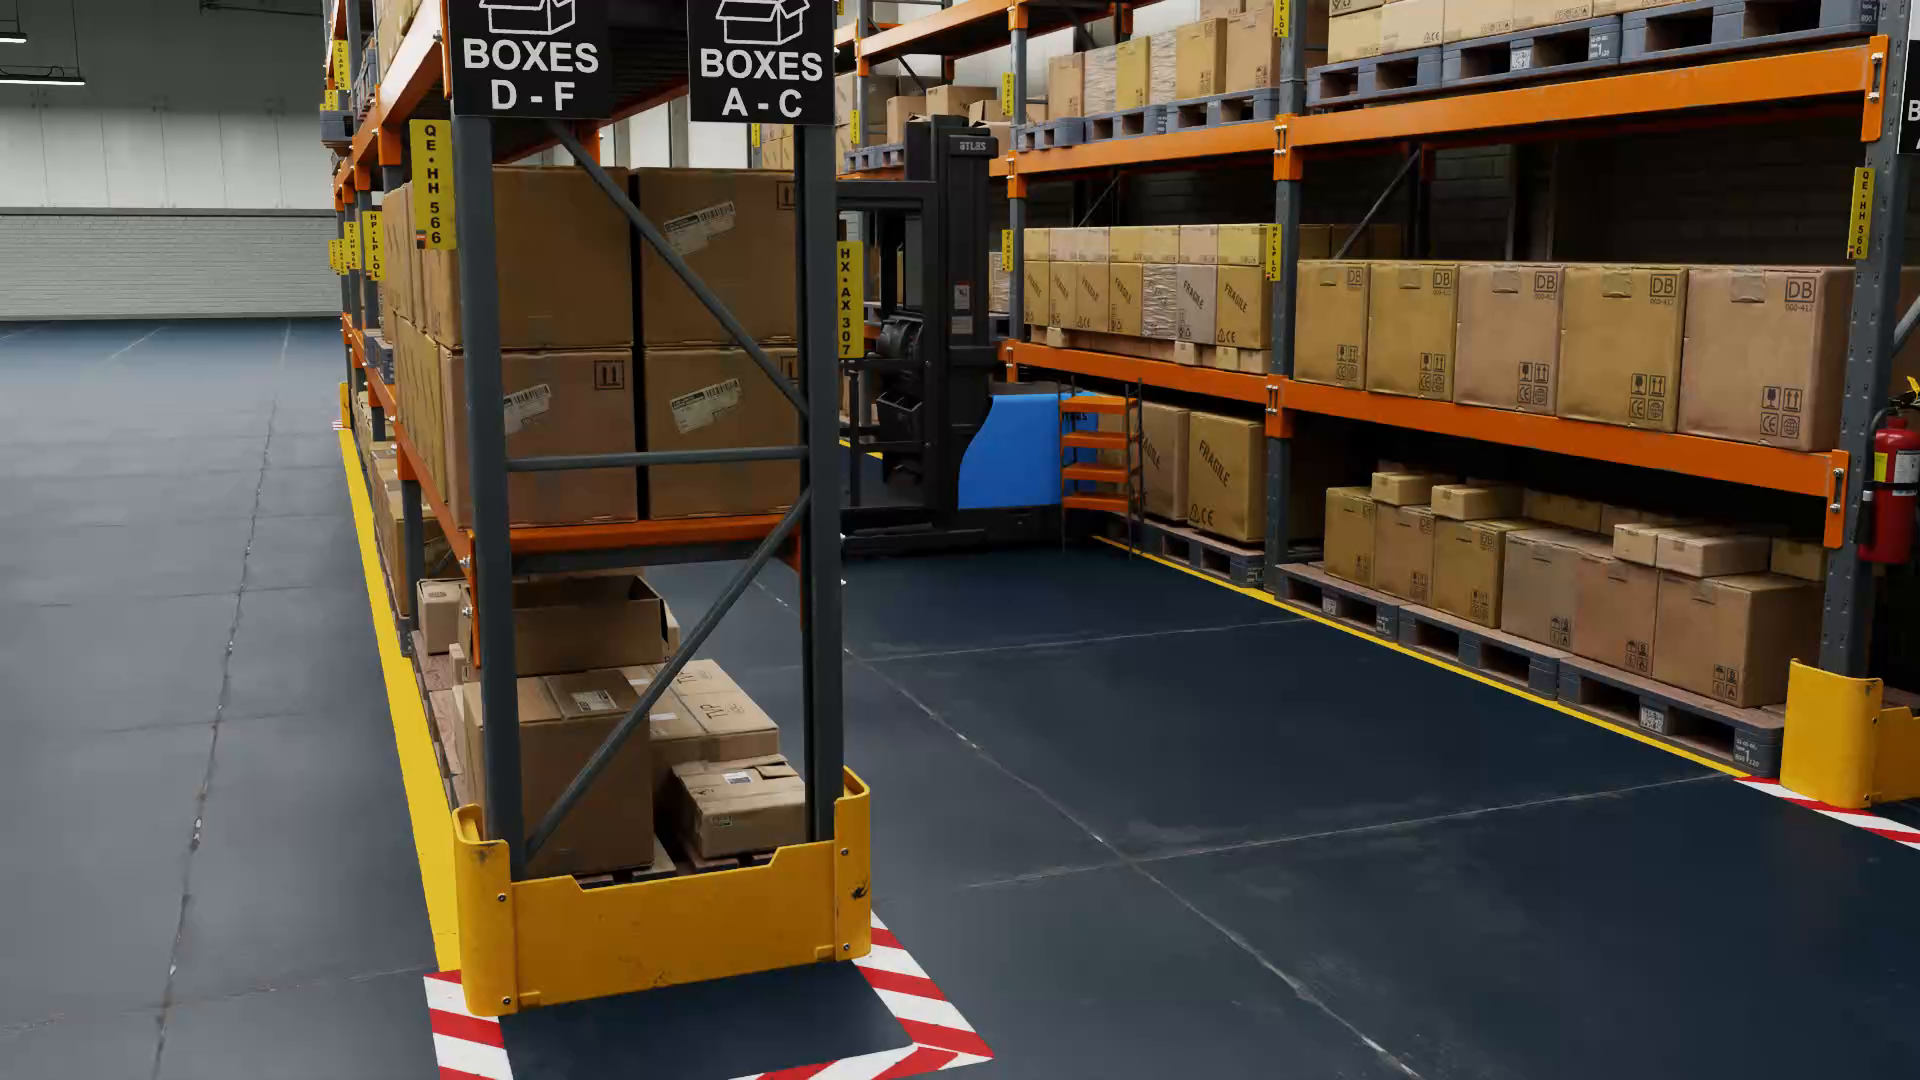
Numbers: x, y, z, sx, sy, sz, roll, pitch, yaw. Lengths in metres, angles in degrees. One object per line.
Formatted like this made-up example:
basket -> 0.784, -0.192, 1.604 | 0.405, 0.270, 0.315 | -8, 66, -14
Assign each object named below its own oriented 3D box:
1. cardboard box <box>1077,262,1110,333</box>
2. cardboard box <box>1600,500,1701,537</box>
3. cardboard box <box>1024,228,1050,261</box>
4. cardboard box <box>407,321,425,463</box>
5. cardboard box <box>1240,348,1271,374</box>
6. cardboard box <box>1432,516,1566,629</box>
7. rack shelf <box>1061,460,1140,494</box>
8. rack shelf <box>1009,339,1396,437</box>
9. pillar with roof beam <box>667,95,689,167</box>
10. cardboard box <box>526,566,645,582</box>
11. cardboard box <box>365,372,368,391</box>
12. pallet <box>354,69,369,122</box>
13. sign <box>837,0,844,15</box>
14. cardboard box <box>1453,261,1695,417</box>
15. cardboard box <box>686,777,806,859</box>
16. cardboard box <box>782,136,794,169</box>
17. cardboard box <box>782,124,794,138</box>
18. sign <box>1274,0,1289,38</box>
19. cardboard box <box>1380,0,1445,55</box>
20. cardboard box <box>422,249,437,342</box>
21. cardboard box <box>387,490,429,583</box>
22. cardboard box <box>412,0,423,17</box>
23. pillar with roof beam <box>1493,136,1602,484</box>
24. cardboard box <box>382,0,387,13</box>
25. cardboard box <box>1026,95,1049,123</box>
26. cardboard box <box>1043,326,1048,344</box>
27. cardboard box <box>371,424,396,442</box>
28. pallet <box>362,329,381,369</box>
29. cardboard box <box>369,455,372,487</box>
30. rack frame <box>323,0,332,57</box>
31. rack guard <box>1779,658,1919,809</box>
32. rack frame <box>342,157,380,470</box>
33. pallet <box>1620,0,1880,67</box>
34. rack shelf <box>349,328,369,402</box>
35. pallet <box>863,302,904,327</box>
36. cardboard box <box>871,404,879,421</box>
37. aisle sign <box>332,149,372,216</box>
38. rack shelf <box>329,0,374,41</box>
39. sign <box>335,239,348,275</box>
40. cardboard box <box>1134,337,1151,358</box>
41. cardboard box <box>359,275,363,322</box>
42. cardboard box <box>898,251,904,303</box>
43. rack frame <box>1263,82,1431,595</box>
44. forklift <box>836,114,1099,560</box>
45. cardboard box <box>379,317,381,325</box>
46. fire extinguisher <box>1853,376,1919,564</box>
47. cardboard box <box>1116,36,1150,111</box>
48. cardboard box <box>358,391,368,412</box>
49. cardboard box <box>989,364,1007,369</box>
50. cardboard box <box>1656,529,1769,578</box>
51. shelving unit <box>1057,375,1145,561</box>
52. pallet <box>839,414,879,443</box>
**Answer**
cardboard box -> 1.187, -1.781, 12.175 | 0.500, 0.500, 0.500 | -4, 11, -21
cardboard box -> 3.306, -0.093, 7.963 | 0.380, 0.149, 0.250 | -4, 11, -20
cardboard box -> 0.825, -2.318, 13.051 | 0.500, 0.250, 0.500 | -4, 11, -20
cardboard box -> -1.792, -0.571, 6.278 | 0.500, 0.500, 0.500 | -4, 11, -22
cardboard box -> 1.953, -1.108, 10.247 | 0.380, 0.149, 0.250 | -4, 11, -20
cardboard box -> 2.878, 0.134, 8.543 | 0.700, 0.500, 0.500 | -4, 11, -20
rack shelf -> 0.955, -0.424, 11.199 | 0.480, 0.148, 0.258 | 5, 17, 28
rack shelf -> 1.615, -1.157, 11.916 | 1.077, 0.370, 4.000 | -4, 11, -21
pillar with roof beam -> -9.310, -7.724, 29.645 | 9.100, 9.000, 0.548 | -4, 11, -21
cardboard box -> -1.805, 0.219, 8.005 | 0.500, 0.500, 0.500 | -4, 11, -21
cardboard box -> -5.717, -1.542, 16.536 | 0.500, 0.500, 0.500 | -4, 11, -21
pallet -> -2.826, -2.534, 9.574 | 1.213, 0.211, 1.003 | -4, 11, -21
sign -> -1.484, -6.667, 20.587 | 0.100, 0.325, 0.005 | -4, 11, -21
cardboard box -> 3.053, -1.006, 8.151 | 0.980, 0.700, 0.700 | -4, 11, -24
cardboard box -> -0.658, 0.880, 5.294 | 0.380, 0.149, 0.250 | -4, 11, -21
cardboard box -> -1.768, -4.435, 19.379 | 0.500, 0.500, 0.500 | -3, 11, -18
cardboard box -> -1.765, -4.926, 19.283 | 0.500, 0.500, 0.500 | -4, 11, -19
sign -> 1.837, -3.035, 9.479 | 0.100, 0.325, 0.005 | -4, 11, -21
cardboard box -> 2.516, -2.630, 8.521 | 0.500, 0.250, 0.500 | -4, 11, -22
cardboard box -> -1.428, -0.896, 5.253 | 0.500, 0.500, 0.500 | -4, 11, -19
cardboard box -> -2.893, 0.000, 9.234 | 0.500, 0.500, 0.500 | -4, 11, -21
cardboard box -> -1.430, -1.770, 5.167 | 0.500, 0.250, 0.500 | -4, 11, -21
pillar with roof beam -> -0.613, -3.806, 7.622 | 9.100, 9.000, 0.400 | -4, 11, -21
cardboard box -> -2.149, -2.343, 6.960 | 0.500, 0.250, 0.500 | -4, 11, -21
cardboard box -> 0.843, -3.506, 14.157 | 0.500, 0.500, 0.500 | -4, 11, -21
cardboard box -> 0.877, -1.614, 13.089 | 0.380, 0.149, 0.250 | -4, 11, -20
cardboard box -> -4.145, -0.722, 12.465 | 0.500, 0.311, 0.500 | -4, 11, -19
pallet -> -3.415, -1.322, 11.337 | 1.213, 0.211, 1.003 | -4, 11, -21
cardboard box -> -4.334, -0.530, 12.989 | 0.500, 0.250, 0.500 | -4, 11, -22
rack frame -> -6.625, -5.782, 18.733 | 1.000, 3.000, 0.127 | -4, 11, -21
rack guard -> 3.798, 0.702, 6.544 | 1.175, 0.500, 0.348 | -4, 11, -21
rack frame -> -5.175, -2.176, 15.588 | 1.000, 3.000, 0.127 | -4, 11, -21
pallet -> 3.510, -2.086, 6.769 | 1.003, 0.211, 1.213 | -4, 11, -21
rack shelf -> -4.450, -1.495, 13.815 | 1.077, 0.370, 4.000 | -4, 11, -21
pallet -> -0.418, -2.262, 16.622 | 1.003, 0.211, 1.213 | -4, 11, -21
cardboard box -> -0.781, -1.398, 18.048 | 0.380, 0.166, 0.250 | -6, 11, -28
aisle sign -> -6.934, -4.100, 18.981 | 0.394, 0.787, 0.004 | -4, 11, -21
rack shelf -> -4.450, -4.252, 13.325 | 1.077, 0.370, 4.000 | -4, 11, -21
sign -> -5.692, -2.606, 15.305 | 0.100, 0.325, 0.005 | -4, 11, -21
cardboard box -> 1.448, -1.363, 11.676 | 0.380, 0.149, 0.250 | -4, 11, -19
cardboard box -> -5.904, -2.548, 17.397 | 0.700, 0.500, 0.500 | -4, 11, -19
cardboard box -> -0.211, -2.580, 16.316 | 0.700, 0.500, 0.500 | -3, 10, -15
rack frame -> 2.339, -1.185, 10.017 | 1.000, 3.000, 0.127 | -4, 11, -21
forklift -> -0.598, -1.410, 11.476 | 3.031, 2.935, 1.130 | -3, 11, -17
cardboard box -> -5.045, -1.895, 14.724 | 0.380, 0.149, 0.250 | -4, 11, -21
fire extinguisher -> 3.414, -0.257, 6.083 | 0.296, 0.674, 0.183 | -4, 11, -21
cardboard box -> 1.549, -3.331, 11.973 | 0.700, 0.500, 0.500 | -3, 11, -18
cardboard box -> -5.258, -1.222, 15.274 | 0.500, 0.311, 0.500 | -4, 11, -21
cardboard box -> 0.241, -1.488, 15.460 | 0.500, 0.250, 0.500 | -4, 11, -21
cardboard box -> 3.226, 0.055, 7.132 | 0.380, 0.149, 0.250 | -4, 11, -22
shelving unit -> 0.952, -0.489, 11.181 | 0.503, 1.200, 0.258 | 5, 17, 28
pallet -> -0.836, -1.225, 18.206 | 1.003, 0.211, 1.213 | -4, 11, -21
